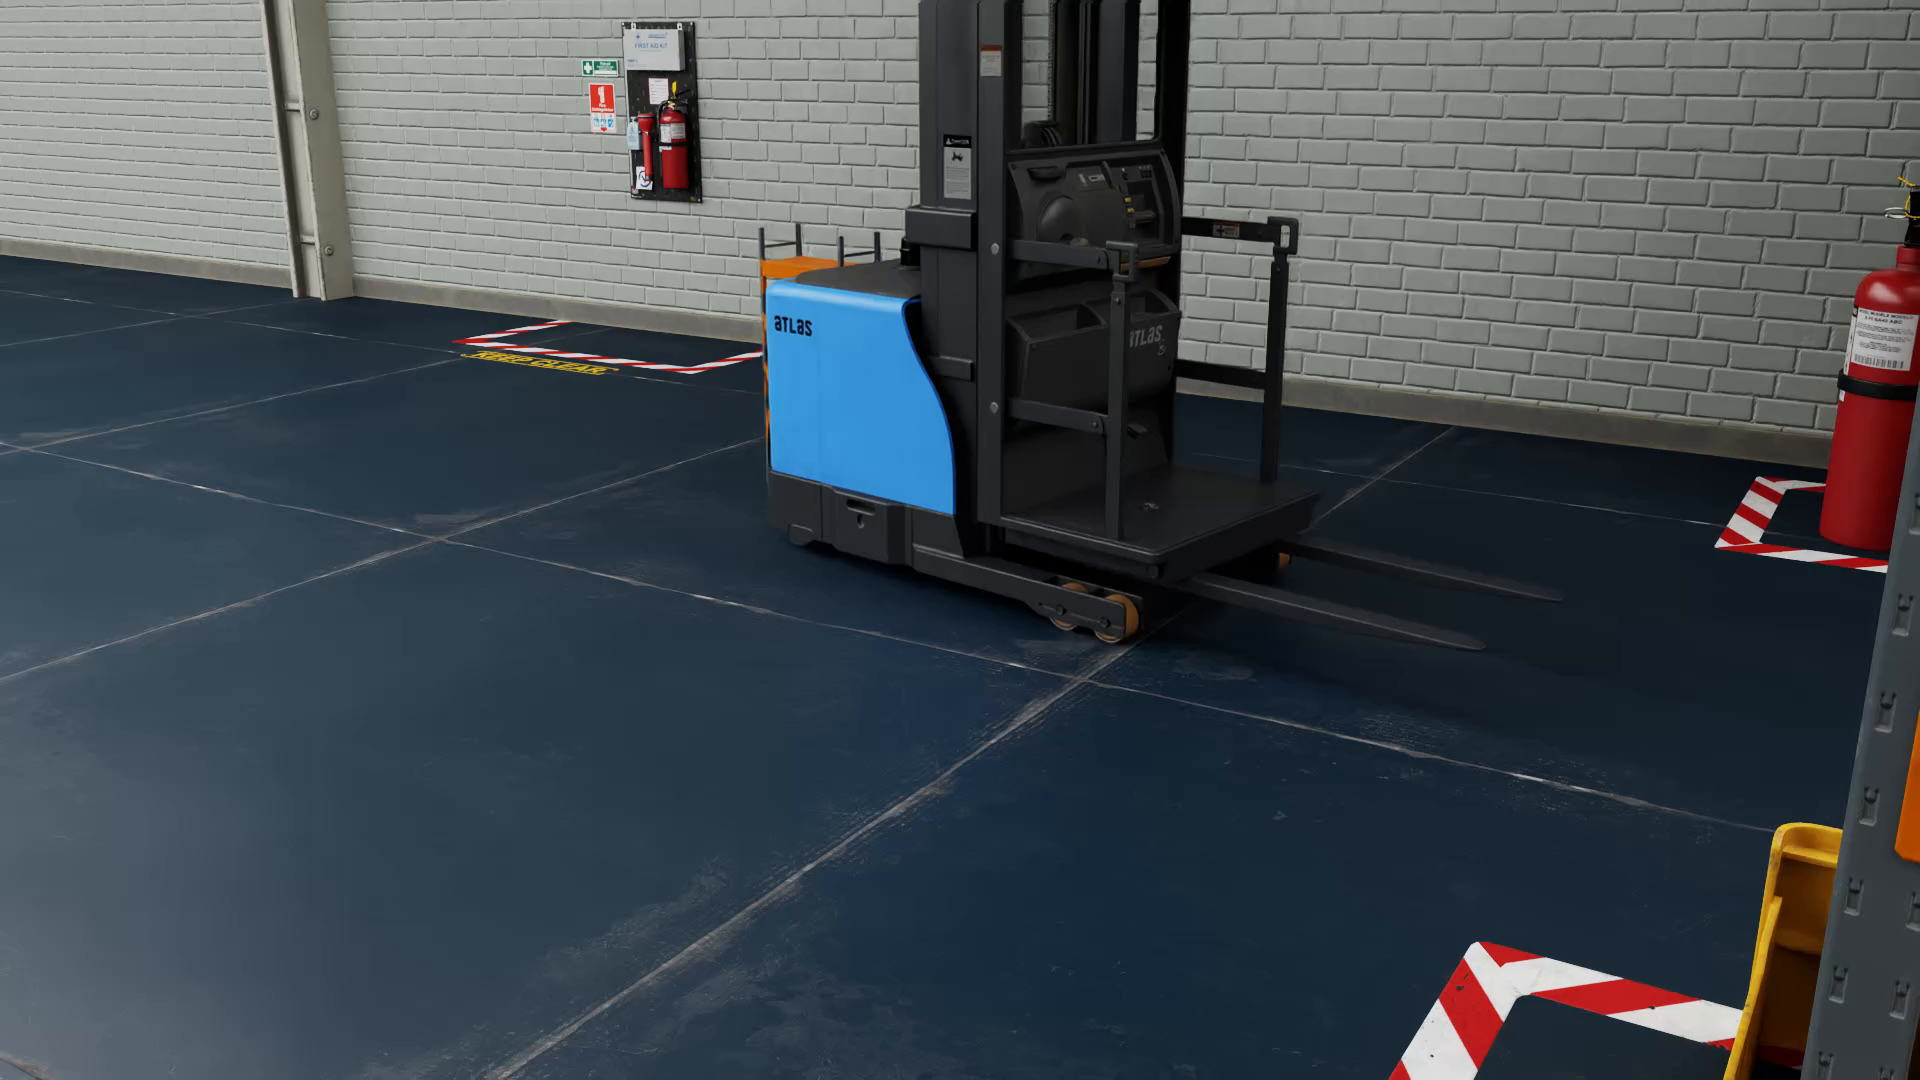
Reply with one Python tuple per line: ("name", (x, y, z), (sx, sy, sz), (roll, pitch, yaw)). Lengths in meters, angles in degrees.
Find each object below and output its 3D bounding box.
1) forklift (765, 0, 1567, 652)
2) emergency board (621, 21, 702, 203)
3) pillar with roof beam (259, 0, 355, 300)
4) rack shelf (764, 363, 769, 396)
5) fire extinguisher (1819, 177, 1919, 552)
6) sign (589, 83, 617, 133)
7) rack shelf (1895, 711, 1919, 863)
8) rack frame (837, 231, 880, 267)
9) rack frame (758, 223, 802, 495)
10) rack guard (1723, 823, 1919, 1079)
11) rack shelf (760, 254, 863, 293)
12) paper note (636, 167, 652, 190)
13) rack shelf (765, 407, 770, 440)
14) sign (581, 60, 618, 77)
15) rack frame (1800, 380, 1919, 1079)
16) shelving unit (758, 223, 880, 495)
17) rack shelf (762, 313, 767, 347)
("forklift", (0.653, -1.220, 5.854), (3.031, 2.935, 1.130), (14, 22, 39))
("emergency board", (-2.053, -2.860, 11.136), (0.643, 1.169, 0.194), (10, 20, 30))
("pillar with roof beam", (-7.333, -5.192, 8.490), (0.400, 9.000, 9.100), (10, 20, 30))
("rack shelf", (-0.608, -0.694, 7.332), (0.480, 0.148, 0.258), (14, 22, 39))
("fire extinguisher", (1.650, -0.323, 2.916), (0.183, 0.674, 0.296), (10, 20, 30))
("sign", (-2.470, -2.987, 11.492), (0.234, 0.329, 0.001), (10, 20, 30))
("rack shelf", (3.211, 0.422, 1.570), (4.000, 0.370, 1.077), (10, 20, 30))
("rack frame", (-0.425, -0.711, 7.158), (0.015, 1.200, 0.240), (14, 22, 39))
("rack frame", (-0.790, -0.805, 7.467), (0.015, 1.200, 0.240), (14, 22, 39))
("rack guard", (1.487, 0.965, 2.843), (0.348, 0.500, 1.175), (10, 20, 30))
("rack shelf", (-0.608, -1.134, 7.199), (0.480, 0.148, 0.258), (14, 22, 39))
("paper note", (-2.168, -2.483, 11.409), (0.142, 0.148, 0.016), (10, 20, 30))
("rack shelf", (-0.608, -0.504, 7.390), (0.480, 0.148, 0.258), (14, 22, 39))
("sign", (-2.471, -3.237, 11.405), (0.331, 0.109, 0.001), (10, 20, 30))
("rack frame", (1.507, -0.227, 2.467), (0.127, 3.000, 1.000), (10, 20, 30))
("shelving unit", (-0.608, -0.758, 7.313), (0.503, 1.200, 0.258), (14, 22, 39))
("rack shelf", (-0.608, -0.908, 7.267), (0.480, 0.148, 0.258), (14, 22, 39))
